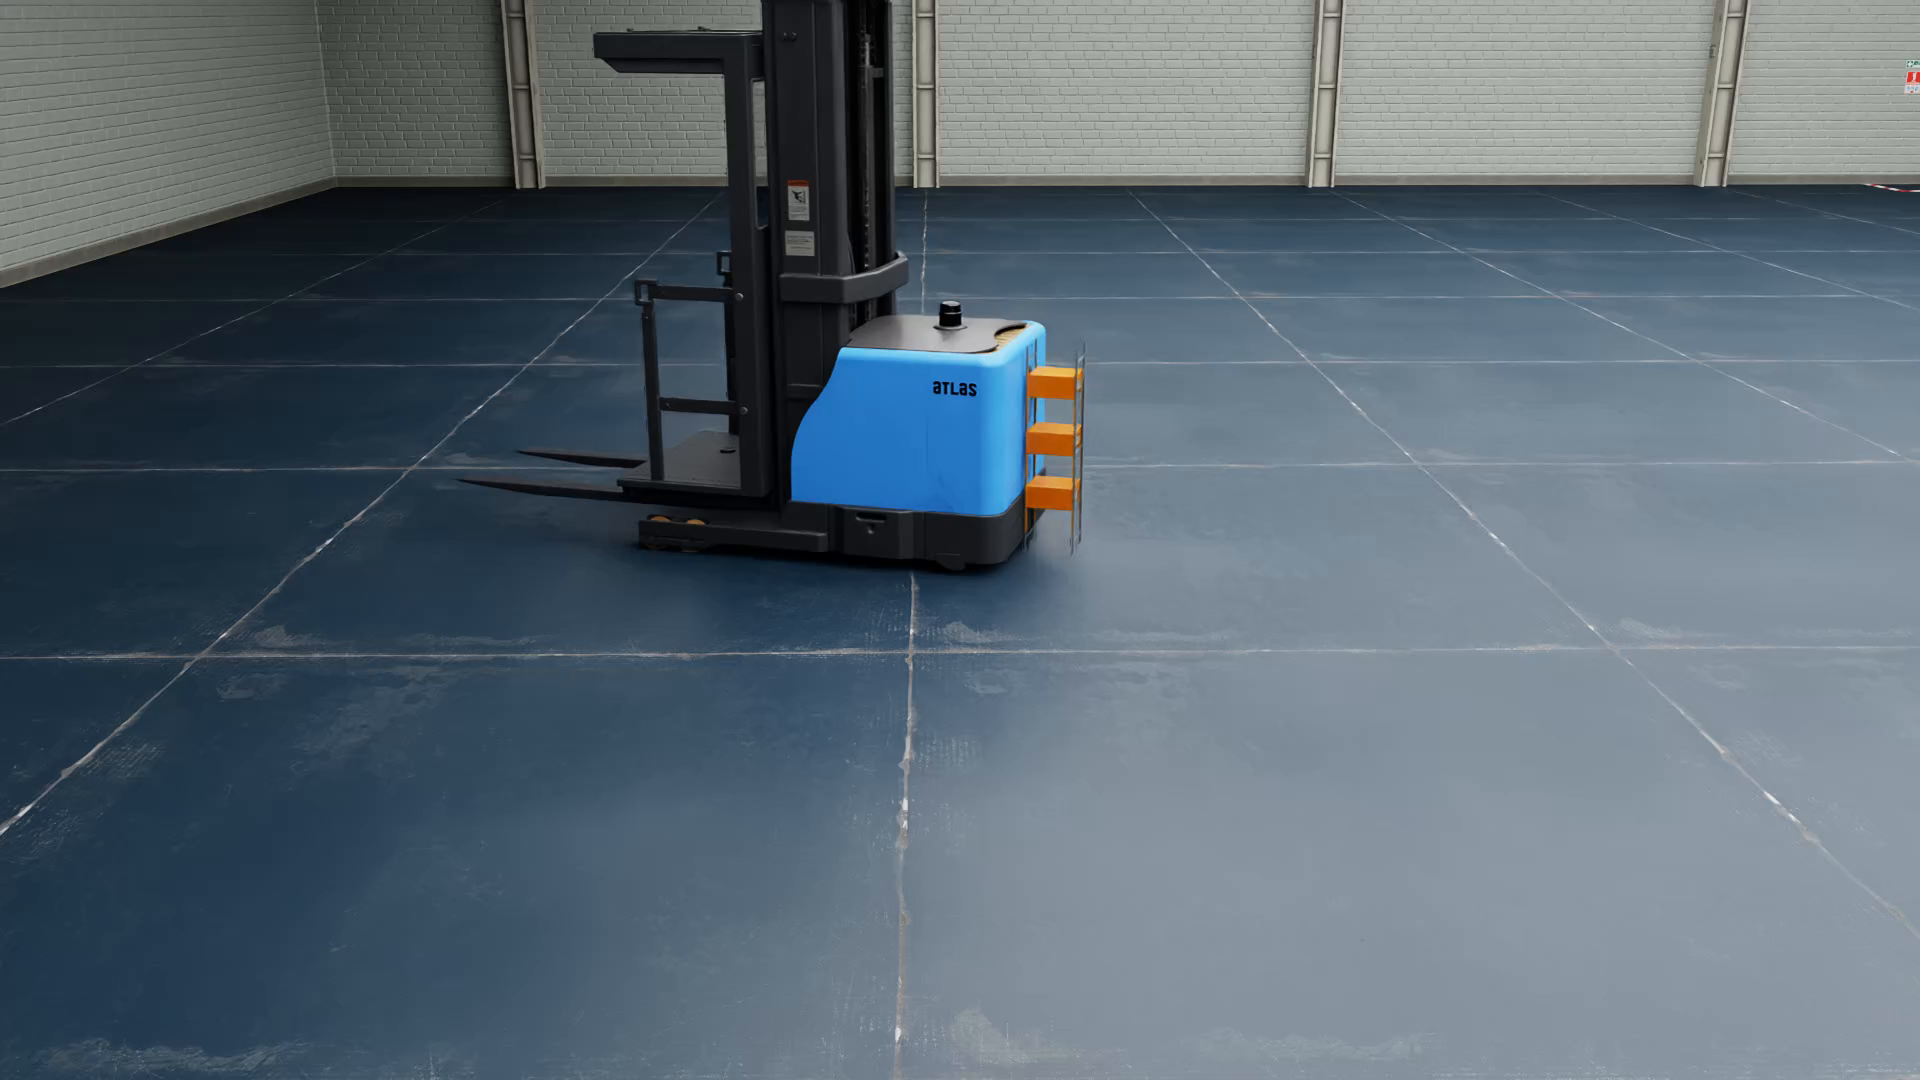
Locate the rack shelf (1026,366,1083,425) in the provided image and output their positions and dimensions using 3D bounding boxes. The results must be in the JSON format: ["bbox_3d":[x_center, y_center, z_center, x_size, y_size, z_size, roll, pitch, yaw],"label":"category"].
[{"bbox_3d":[0.468,-0.716,8.168,0.240,0.259,0.215,5,18,15],"label":"rack shelf"}]

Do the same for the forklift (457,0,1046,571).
[{"bbox_3d":[-1.123,-1.480,8.362,3.031,2.935,1.130,5,18,15],"label":"forklift"}]

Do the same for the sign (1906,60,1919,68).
[{"bbox_3d":[14.466,-7.192,25.129,0.331,0.109,0.001,0,18,-1],"label":"sign"}]

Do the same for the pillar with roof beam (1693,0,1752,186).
[{"bbox_3d":[11.556,-8.409,20.030,0.400,9.000,9.100,0,18,-1],"label":"pillar with roof beam"}]

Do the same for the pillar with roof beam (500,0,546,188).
[{"bbox_3d":[-6.442,-8.322,19.759,0.400,9.000,9.100,0,18,-1],"label":"pillar with roof beam"}]

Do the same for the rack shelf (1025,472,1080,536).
[{"bbox_3d":[0.468,-0.182,8.339,0.240,0.259,0.215,5,18,15],"label":"rack shelf"}]

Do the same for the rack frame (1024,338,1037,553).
[{"bbox_3d":[0.351,-0.466,8.282,0.008,1.050,0.200,5,18,15],"label":"rack frame"}]

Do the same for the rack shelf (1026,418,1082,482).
[{"bbox_3d":[0.468,-0.446,8.254,0.240,0.259,0.215,5,18,15],"label":"rack shelf"}]

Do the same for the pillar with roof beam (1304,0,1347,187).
[{"bbox_3d":[5.556,-8.380,19.940,0.400,9.000,9.100,0,18,-1],"label":"pillar with roof beam"}]

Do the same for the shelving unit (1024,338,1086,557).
[{"bbox_3d":[0.468,-0.456,8.251,0.252,1.050,0.215,5,18,15],"label":"shelving unit"}]

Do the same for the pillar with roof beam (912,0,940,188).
[{"bbox_3d":[-0.443,-8.351,19.849,0.400,9.000,9.100,0,18,-1],"label":"pillar with roof beam"}]

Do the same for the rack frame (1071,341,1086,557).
[{"bbox_3d":[0.586,-0.446,8.220,0.008,1.050,0.200,5,18,15],"label":"rack frame"}]

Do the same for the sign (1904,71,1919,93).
[{"bbox_3d":[14.461,-6.942,25.219,0.234,0.329,0.001,0,18,-1],"label":"sign"}]
